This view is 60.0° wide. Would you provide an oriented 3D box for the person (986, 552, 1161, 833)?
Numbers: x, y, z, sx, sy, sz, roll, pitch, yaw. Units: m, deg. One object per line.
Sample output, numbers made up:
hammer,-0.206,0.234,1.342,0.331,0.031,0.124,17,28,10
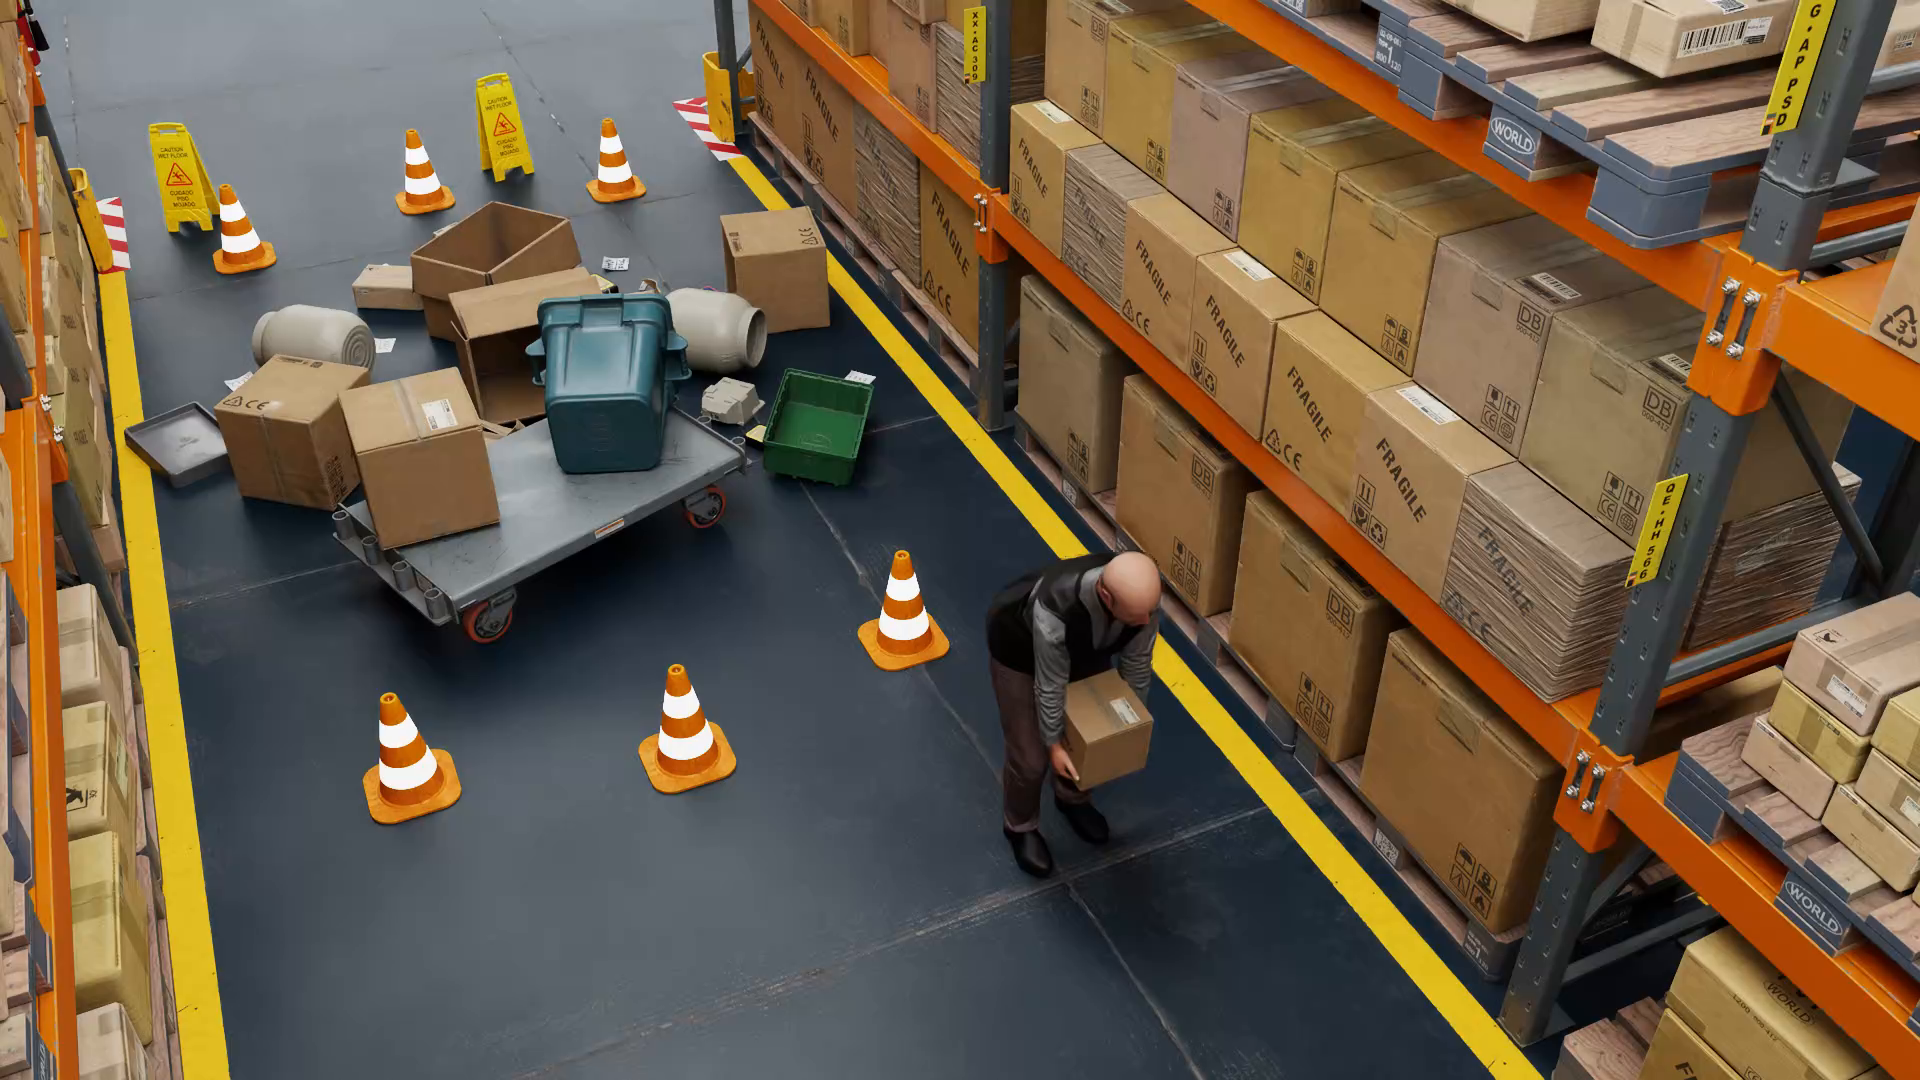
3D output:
person,0.398,0.553,5.640,0.467,1.361,0.741,-17,40,-21
